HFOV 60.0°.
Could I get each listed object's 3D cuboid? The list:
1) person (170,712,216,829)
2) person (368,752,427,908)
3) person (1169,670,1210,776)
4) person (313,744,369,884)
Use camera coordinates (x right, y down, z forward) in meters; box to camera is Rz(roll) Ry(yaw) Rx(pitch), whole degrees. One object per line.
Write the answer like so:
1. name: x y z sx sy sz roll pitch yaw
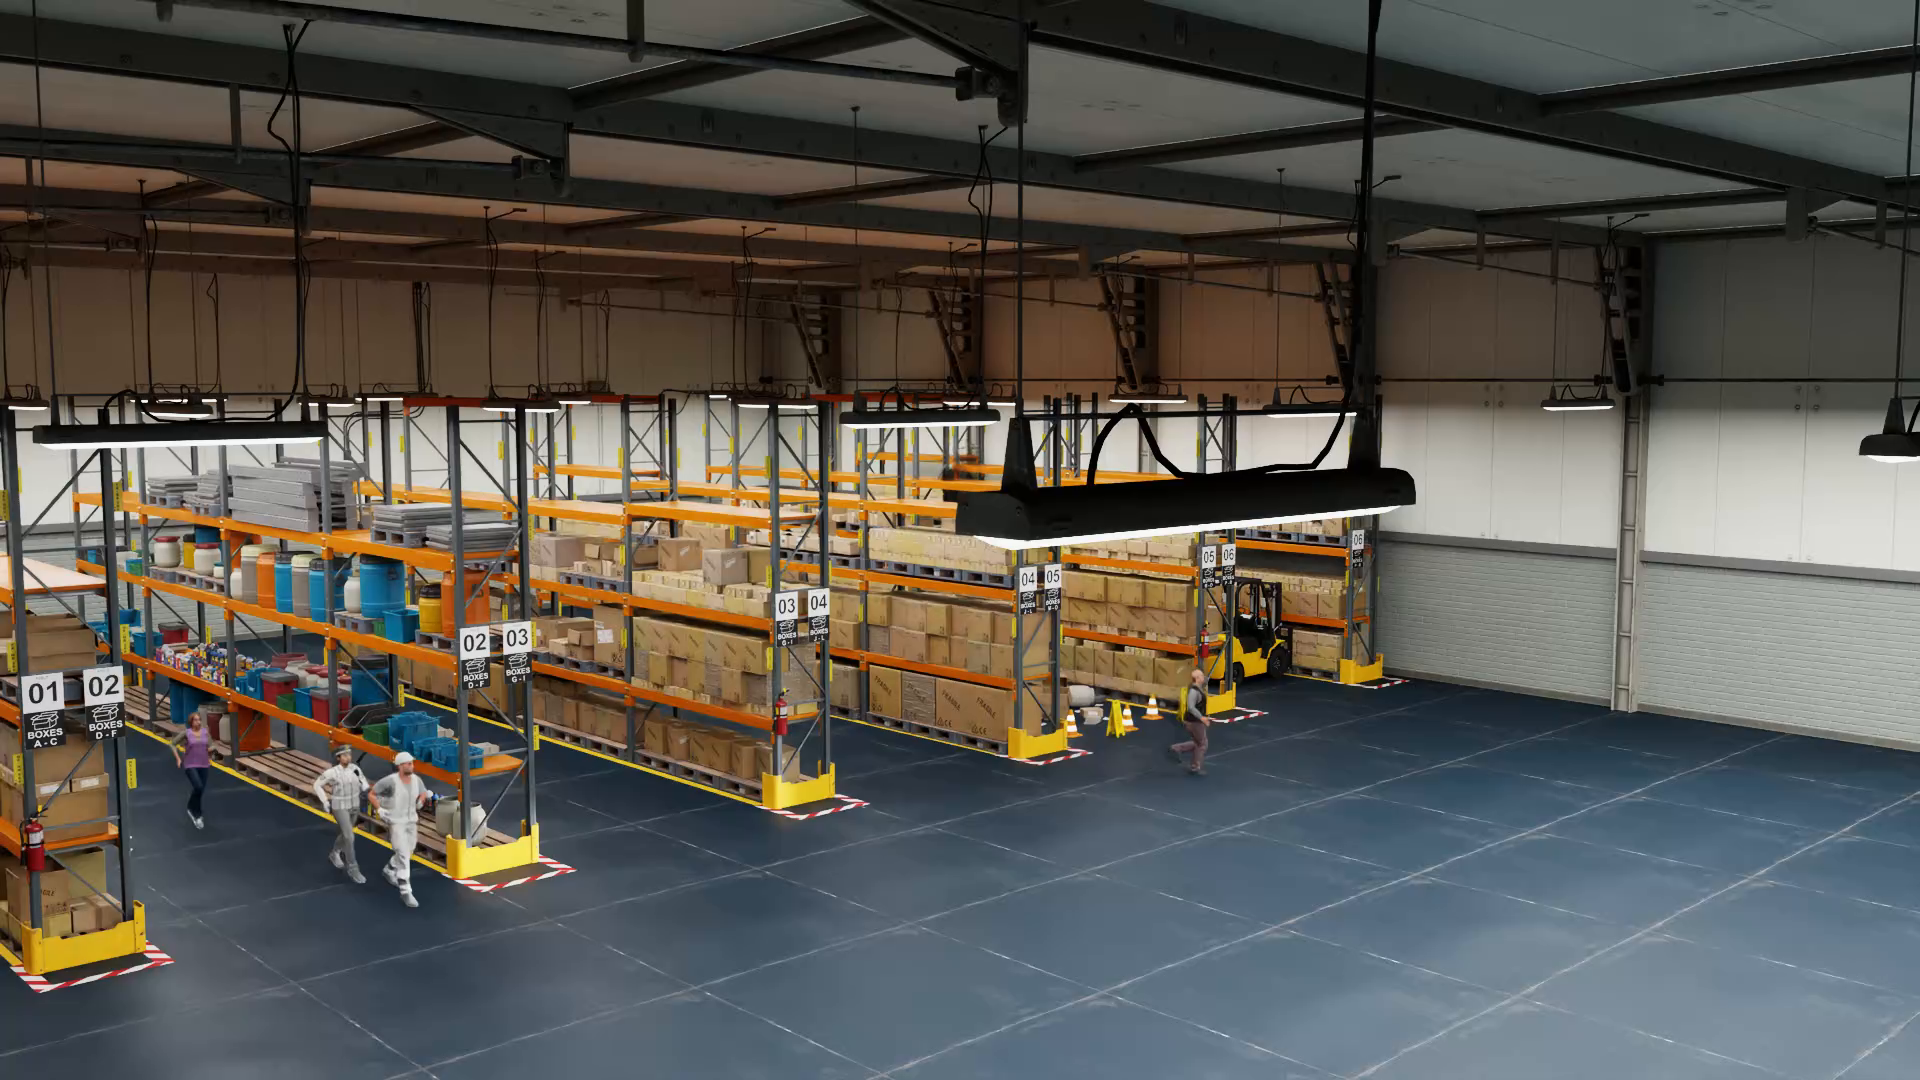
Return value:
1. person: -10.838 3.255 23.595 0.711 1.644 0.504 4 7 36
2. person: -6.788 3.474 20.342 1.008 1.779 0.674 4 7 33
3. person: 3.686 2.919 26.697 0.651 1.706 0.668 1 6 9
4. person: -7.795 3.436 21.115 0.818 1.722 0.593 4 7 32
